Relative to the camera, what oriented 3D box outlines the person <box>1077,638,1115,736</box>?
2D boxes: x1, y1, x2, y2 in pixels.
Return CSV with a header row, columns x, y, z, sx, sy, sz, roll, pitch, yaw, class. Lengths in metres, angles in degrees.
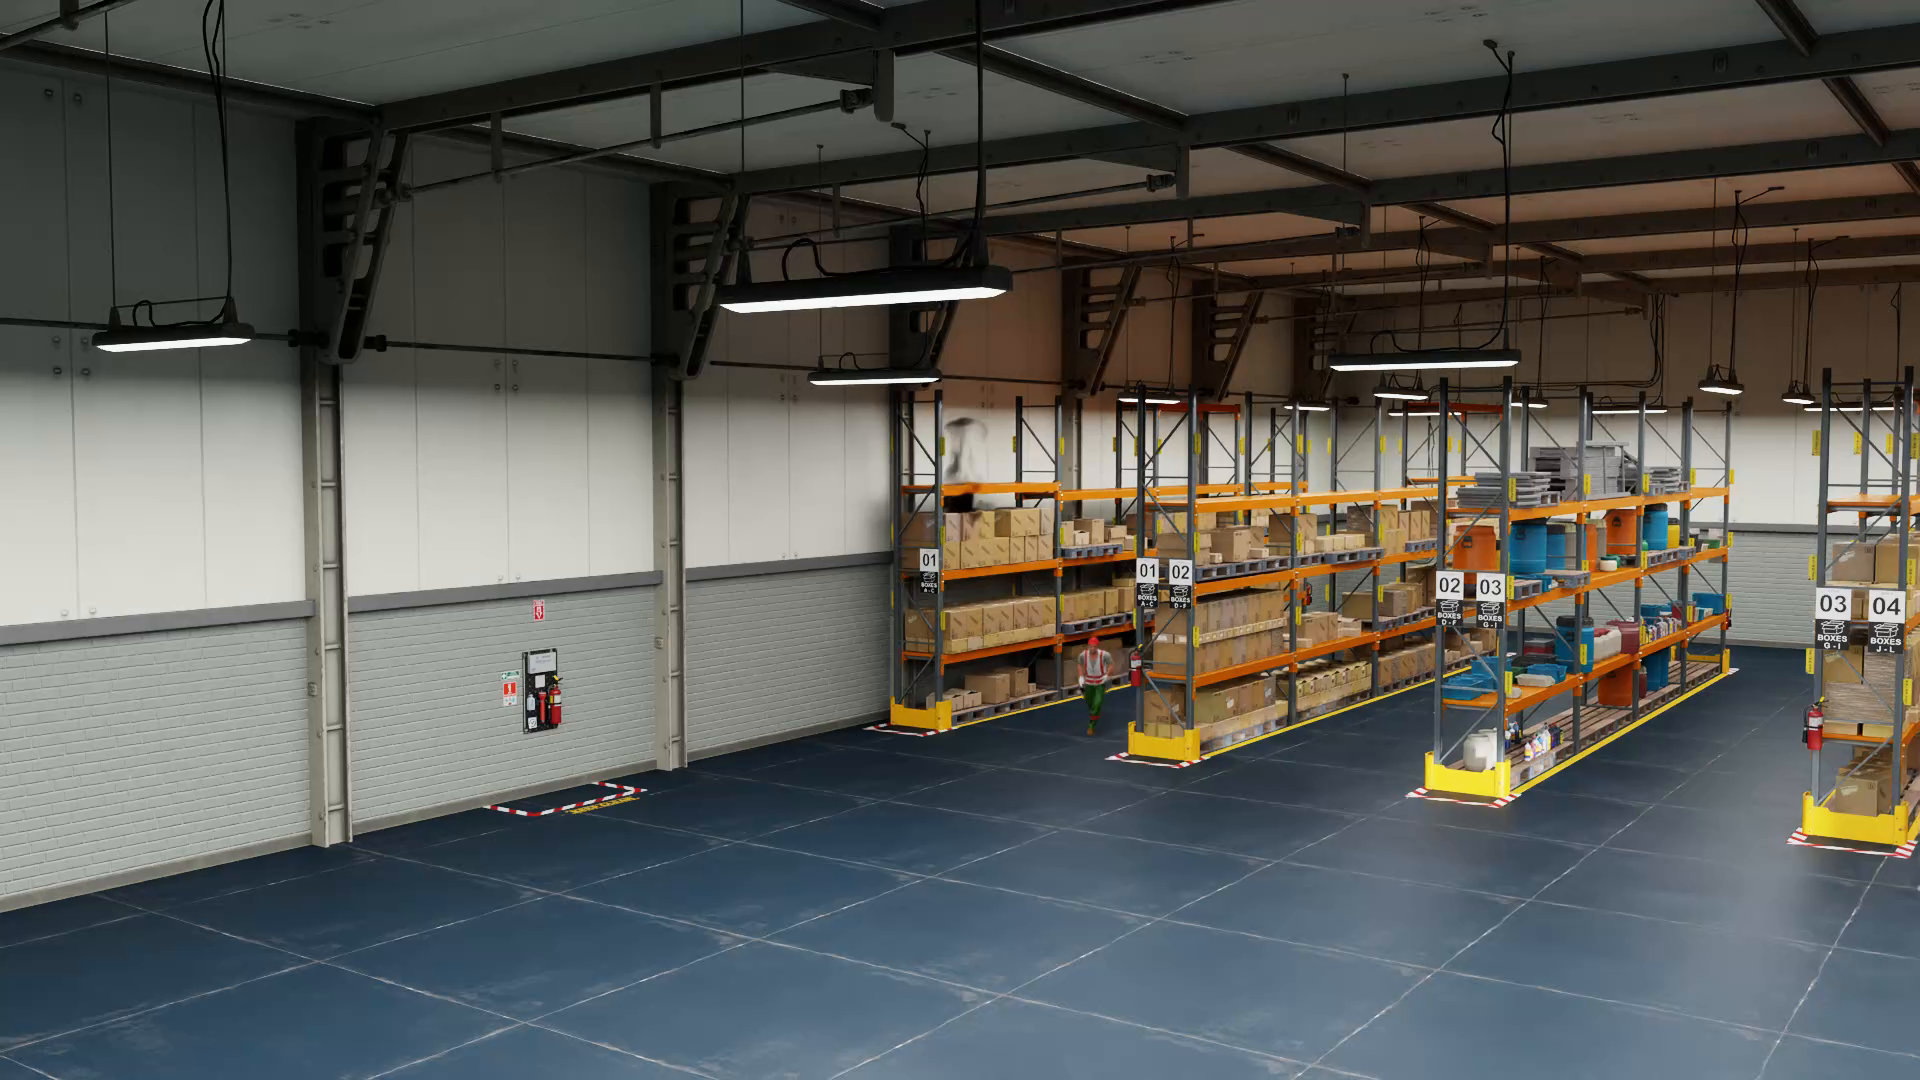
x,y,z,sx,sy,sz,roll,pitch,yaw,class
2.380,2.532,29.084,0.659,1.720,0.908,1,3,10,person
